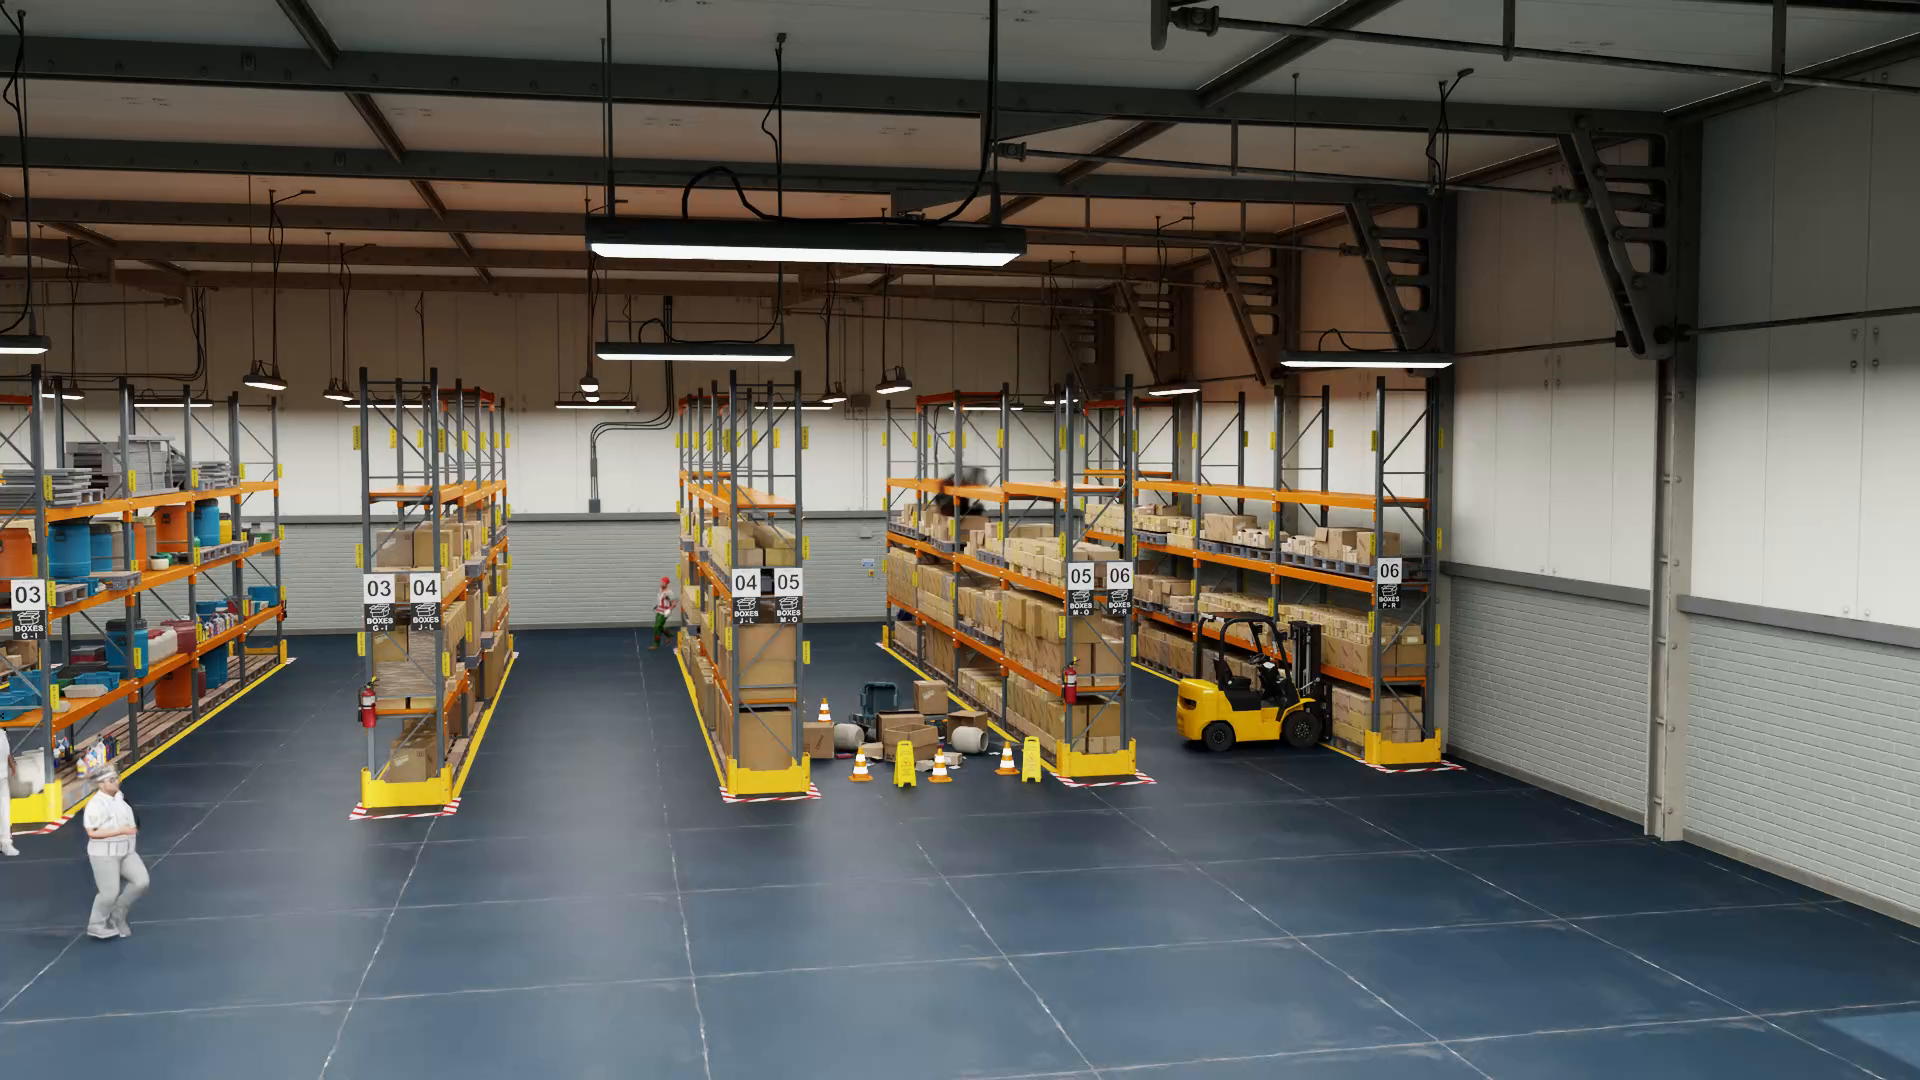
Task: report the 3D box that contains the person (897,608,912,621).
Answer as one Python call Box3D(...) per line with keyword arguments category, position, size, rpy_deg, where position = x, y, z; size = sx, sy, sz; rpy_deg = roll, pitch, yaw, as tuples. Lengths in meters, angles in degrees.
Box3D(category="person", position=(-1.343, 1.716, 41.890), size=(0.583, 1.577, 0.693), rpy_deg=(0, 3, 2))

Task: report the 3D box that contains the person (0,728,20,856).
Box3D(category="person", position=(-11.778, 2.916, 20.163), size=(0.866, 1.782, 0.725), rpy_deg=(1, 4, 23))

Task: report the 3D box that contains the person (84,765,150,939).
Box3D(category="person", position=(-8.432, 3.138, 16.656), size=(0.660, 1.796, 0.644), rpy_deg=(1, 3, 12))

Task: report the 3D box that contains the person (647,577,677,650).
Box3D(category="person", position=(-7.037, 1.727, 39.947), size=(0.647, 1.696, 0.720), rpy_deg=(-3, 5, -41))
